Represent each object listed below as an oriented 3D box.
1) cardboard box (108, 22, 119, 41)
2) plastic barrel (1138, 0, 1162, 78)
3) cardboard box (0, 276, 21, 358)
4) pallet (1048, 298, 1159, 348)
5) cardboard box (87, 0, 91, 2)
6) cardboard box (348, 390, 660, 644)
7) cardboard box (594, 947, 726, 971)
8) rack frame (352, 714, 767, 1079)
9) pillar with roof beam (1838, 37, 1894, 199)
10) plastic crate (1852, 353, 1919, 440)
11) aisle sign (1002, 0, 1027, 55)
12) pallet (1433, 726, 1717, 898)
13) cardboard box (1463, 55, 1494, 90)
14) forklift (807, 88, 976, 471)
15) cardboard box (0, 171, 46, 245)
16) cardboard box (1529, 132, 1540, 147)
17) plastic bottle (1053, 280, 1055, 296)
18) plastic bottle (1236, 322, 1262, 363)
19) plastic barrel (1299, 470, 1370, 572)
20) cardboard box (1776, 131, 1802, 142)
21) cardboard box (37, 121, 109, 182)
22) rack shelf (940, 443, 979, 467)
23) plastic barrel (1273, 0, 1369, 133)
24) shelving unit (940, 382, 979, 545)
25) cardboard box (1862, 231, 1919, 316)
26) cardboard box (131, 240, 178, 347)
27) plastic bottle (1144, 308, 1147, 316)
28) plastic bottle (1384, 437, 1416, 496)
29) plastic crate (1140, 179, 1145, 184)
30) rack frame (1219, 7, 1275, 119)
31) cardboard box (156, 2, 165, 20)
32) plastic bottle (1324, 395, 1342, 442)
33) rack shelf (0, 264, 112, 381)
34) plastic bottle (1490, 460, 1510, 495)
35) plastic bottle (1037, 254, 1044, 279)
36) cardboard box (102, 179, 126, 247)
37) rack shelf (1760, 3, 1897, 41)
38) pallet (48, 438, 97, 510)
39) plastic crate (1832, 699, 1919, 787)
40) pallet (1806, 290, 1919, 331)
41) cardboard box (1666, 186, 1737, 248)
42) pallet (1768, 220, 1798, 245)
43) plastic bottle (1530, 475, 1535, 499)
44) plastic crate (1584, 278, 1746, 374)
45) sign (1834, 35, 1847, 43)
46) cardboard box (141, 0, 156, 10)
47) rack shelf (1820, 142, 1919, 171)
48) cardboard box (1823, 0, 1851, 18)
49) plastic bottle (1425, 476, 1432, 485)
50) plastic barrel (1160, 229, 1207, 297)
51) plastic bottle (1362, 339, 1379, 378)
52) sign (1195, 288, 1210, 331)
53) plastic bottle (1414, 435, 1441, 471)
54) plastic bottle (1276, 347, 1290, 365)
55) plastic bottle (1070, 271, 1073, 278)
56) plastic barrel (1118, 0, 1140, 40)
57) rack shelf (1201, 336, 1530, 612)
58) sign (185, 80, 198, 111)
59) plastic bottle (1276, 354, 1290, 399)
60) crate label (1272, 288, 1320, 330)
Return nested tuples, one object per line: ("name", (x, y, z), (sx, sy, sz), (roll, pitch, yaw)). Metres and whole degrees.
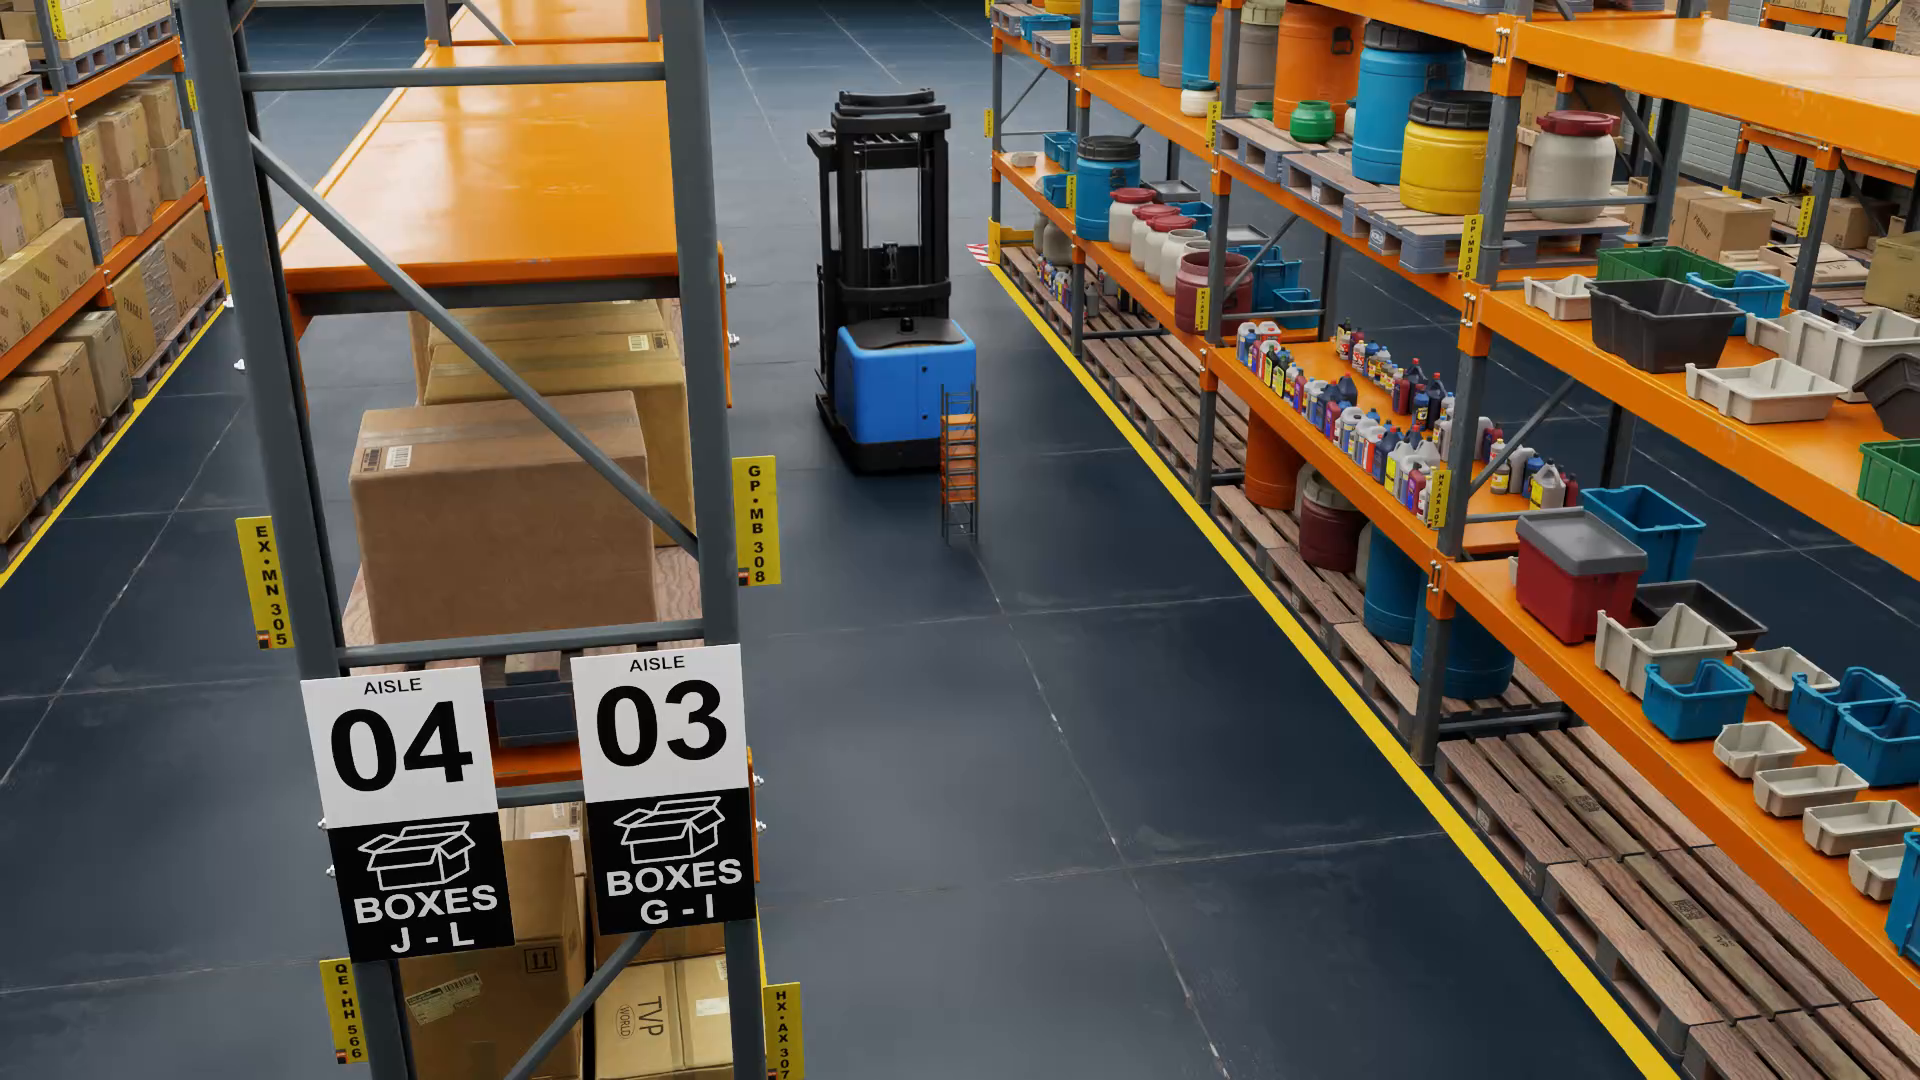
("cardboard box", (-8.106, -4.752, 15.541), (0.380, 0.149, 0.250), (-4, 24, -10))
("plastic barrel", (1.932, -4.699, 15.130), (0.600, 0.901, 0.708), (-4, 24, -10))
("cardboard box", (-7.403, -1.652, 12.402), (0.500, 0.500, 0.500), (-4, 24, -10))
("pallet", (1.542, -2.268, 17.422), (1.003, 0.211, 1.213), (-4, 24, -10))
("cardboard box", (-8.011, -4.916, 14.921), (0.380, 0.149, 0.250), (-5, 24, -11))
("cardboard box", (-1.173, -0.051, 4.340), (0.700, 0.500, 0.500), (-6, 24, -13))
("cardboard box", (-0.950, 1.328, 5.521), (0.500, 0.250, 0.500), (-5, 24, -10))
("rack frame", (-1.024, 1.808, 4.605), (1.000, 3.000, 0.127), (-4, 24, -10))
("pillar with roof beam", (7.370, -7.804, 19.119), (9.100, 9.000, 0.400), (-4, 24, -10))
("plastic crate", (3.831, -0.526, 6.279), (0.504, 0.338, 0.767), (-4, 24, -10))
("aisle sign", (0.584, -6.050, 19.349), (0.394, 0.787, 0.004), (-4, 24, -10))
("pallet", (3.278, 1.432, 8.949), (1.003, 0.211, 1.213), (-4, 24, -10))
("cardboard box", (6.034, -5.247, 19.013), (0.700, 0.500, 0.500), (-4, 24, -10))
("forklift", (-0.694, -2.469, 14.484), (1.130, 2.935, 3.031), (-6, 24, -12))
("cardboard box", (-7.941, -2.692, 13.534), (0.700, 0.500, 0.500), (-5, 24, -11))
("cardboard box", (6.189, -4.175, 17.369), (0.380, 0.149, 0.250), (-5, 24, -11))
("plastic bottle", (1.052, -2.741, 17.967), (0.097, 0.201, 0.097), (0, 24, 0))
("plastic bottle", (2.127, -1.454, 12.229), (0.152, 0.276, 0.135), (-4, 24, -10))
("plastic barrel", (2.681, -0.157, 11.593), (0.600, 0.588, 0.708), (-4, 24, -10))
("cardboard box", (10.510, -5.107, 20.600), (0.500, 0.250, 0.500), (-5, 24, -11))
("cardboard box", (-8.386, -3.504, 15.230), (0.875, 0.550, 0.550), (-4, 24, -10))
("rack shelf", (-0.003, -0.625, 12.235), (0.258, 0.103, 0.180), (-4, 24, -10))
("plastic barrel", (2.467, -3.246, 11.367), (0.600, 0.830, 0.708), (-4, 24, -10))
("shelving unit", (-0.003, -0.556, 12.265), (0.258, 1.200, 0.189), (-4, 24, -10))
("cardboard box", (7.460, -2.069, 12.833), (0.700, 0.500, 0.500), (-13, 27, -27))
("cardboard box", (-8.354, -2.410, 16.393), (0.875, 0.875, 0.875), (-4, 24, -9))
("plastic bottle", (1.959, -2.436, 17.268), (0.097, 0.201, 0.097), (0, 24, 0))
("plastic bottle", (2.613, -0.447, 9.829), (0.144, 0.351, 0.185), (-4, 24, -10))
("plastic crate", (1.651, -3.736, 17.564), (0.450, 0.188, 0.662), (-4, 24, -10))
("rack frame", (2.365, -4.454, 11.448), (1.000, 3.000, 0.127), (-4, 24, -10))
("cardboard box", (-8.435, -5.451, 17.142), (0.380, 0.149, 0.250), (-4, 24, -9))
("plastic bottle", (2.397, -0.783, 10.684), (0.061, 0.283, 0.133), (-4, 24, -10))
("rack shelf", (-7.766, -1.468, 13.006), (1.077, 0.370, 4.000), (-4, 24, -10))
("plastic bottle", (3.206, -0.378, 9.860), (0.097, 0.201, 0.097), (0, 24, 0))
("plastic bottle", (0.914, -3.067, 18.626), (0.097, 0.271, 0.097), (0, 24, 0))
("cardboard box", (-8.340, -3.012, 15.454), (0.875, 0.550, 0.550), (-4, 24, -10))
("rack shelf", (10.991, -5.843, 19.275), (1.077, 0.370, 4.000), (-4, 24, -10))
("pallet", (-7.690, -0.528, 13.438), (1.003, 0.211, 1.213), (-4, 24, -10))
("plastic crate", (3.878, 0.851, 6.930), (0.416, 0.233, 0.300), (-4, 24, -10))
("pallet", (7.428, -1.721, 12.925), (1.213, 0.211, 1.003), (-4, 24, -10))
("cardboard box", (6.810, -2.982, 15.448), (0.500, 0.500, 0.500), (-4, 24, -10))
("pallet", (10.751, -3.955, 21.285), (1.003, 0.211, 1.213), (-4, 24, -10))
("plastic bottle", (3.392, -0.313, 9.710), (0.097, 0.201, 0.097), (0, 24, 0))
("plastic crate", (3.064, -0.938, 7.307), (0.497, 0.269, 0.590), (-4, 24, -10))
("sign", (6.686, -3.680, 12.679), (0.100, 0.325, 0.005), (-4, 24, -10))
("cardboard box", (-8.419, -5.470, 16.687), (0.500, 0.250, 0.500), (-4, 24, -10))
("rack shelf", (7.603, -2.329, 11.228), (1.077, 0.370, 4.000), (-4, 24, -10))
("cardboard box", (10.602, -6.447, 19.608), (0.500, 0.500, 0.500), (-3, 24, -7))
("plastic bottle", (2.700, -0.272, 9.617), (0.097, 0.201, 0.097), (0, 24, 0))
("plastic barrel", (1.887, -2.311, 13.896), (0.421, 0.512, 0.421), (0, 24, 0))
("plastic bottle", (2.941, -1.305, 11.893), (0.097, 0.271, 0.097), (0, 24, 0))
("sign", (1.825, -1.737, 12.517), (0.100, 0.325, 0.005), (-4, 24, -10))
("plastic bottle", (2.754, -0.457, 9.853), (0.144, 0.351, 0.185), (-4, 24, -10))
("plastic bottle", (2.267, -1.227, 11.715), (0.097, 0.271, 0.097), (0, 24, 0))
("plastic bottle", (1.206, -2.742, 17.868), (0.061, 0.283, 0.133), (-4, 24, -10))
("plastic barrel", (1.738, -5.081, 15.966), (0.421, 0.512, 0.421), (0, 24, 0))
("rack shelf", (2.734, -0.589, 10.992), (1.077, 0.370, 4.000), (-4, 24, -10))
("sign", (-8.340, -4.832, 18.065), (0.100, 0.325, 0.005), (-4, 24, -10))
("plastic bottle", (2.235, -1.129, 11.475), (0.061, 0.283, 0.133), (-4, 24, -10))
("crate label", (2.655, -1.822, 13.126), (0.303, 0.233, 0.416), (-4, 24, -10))
